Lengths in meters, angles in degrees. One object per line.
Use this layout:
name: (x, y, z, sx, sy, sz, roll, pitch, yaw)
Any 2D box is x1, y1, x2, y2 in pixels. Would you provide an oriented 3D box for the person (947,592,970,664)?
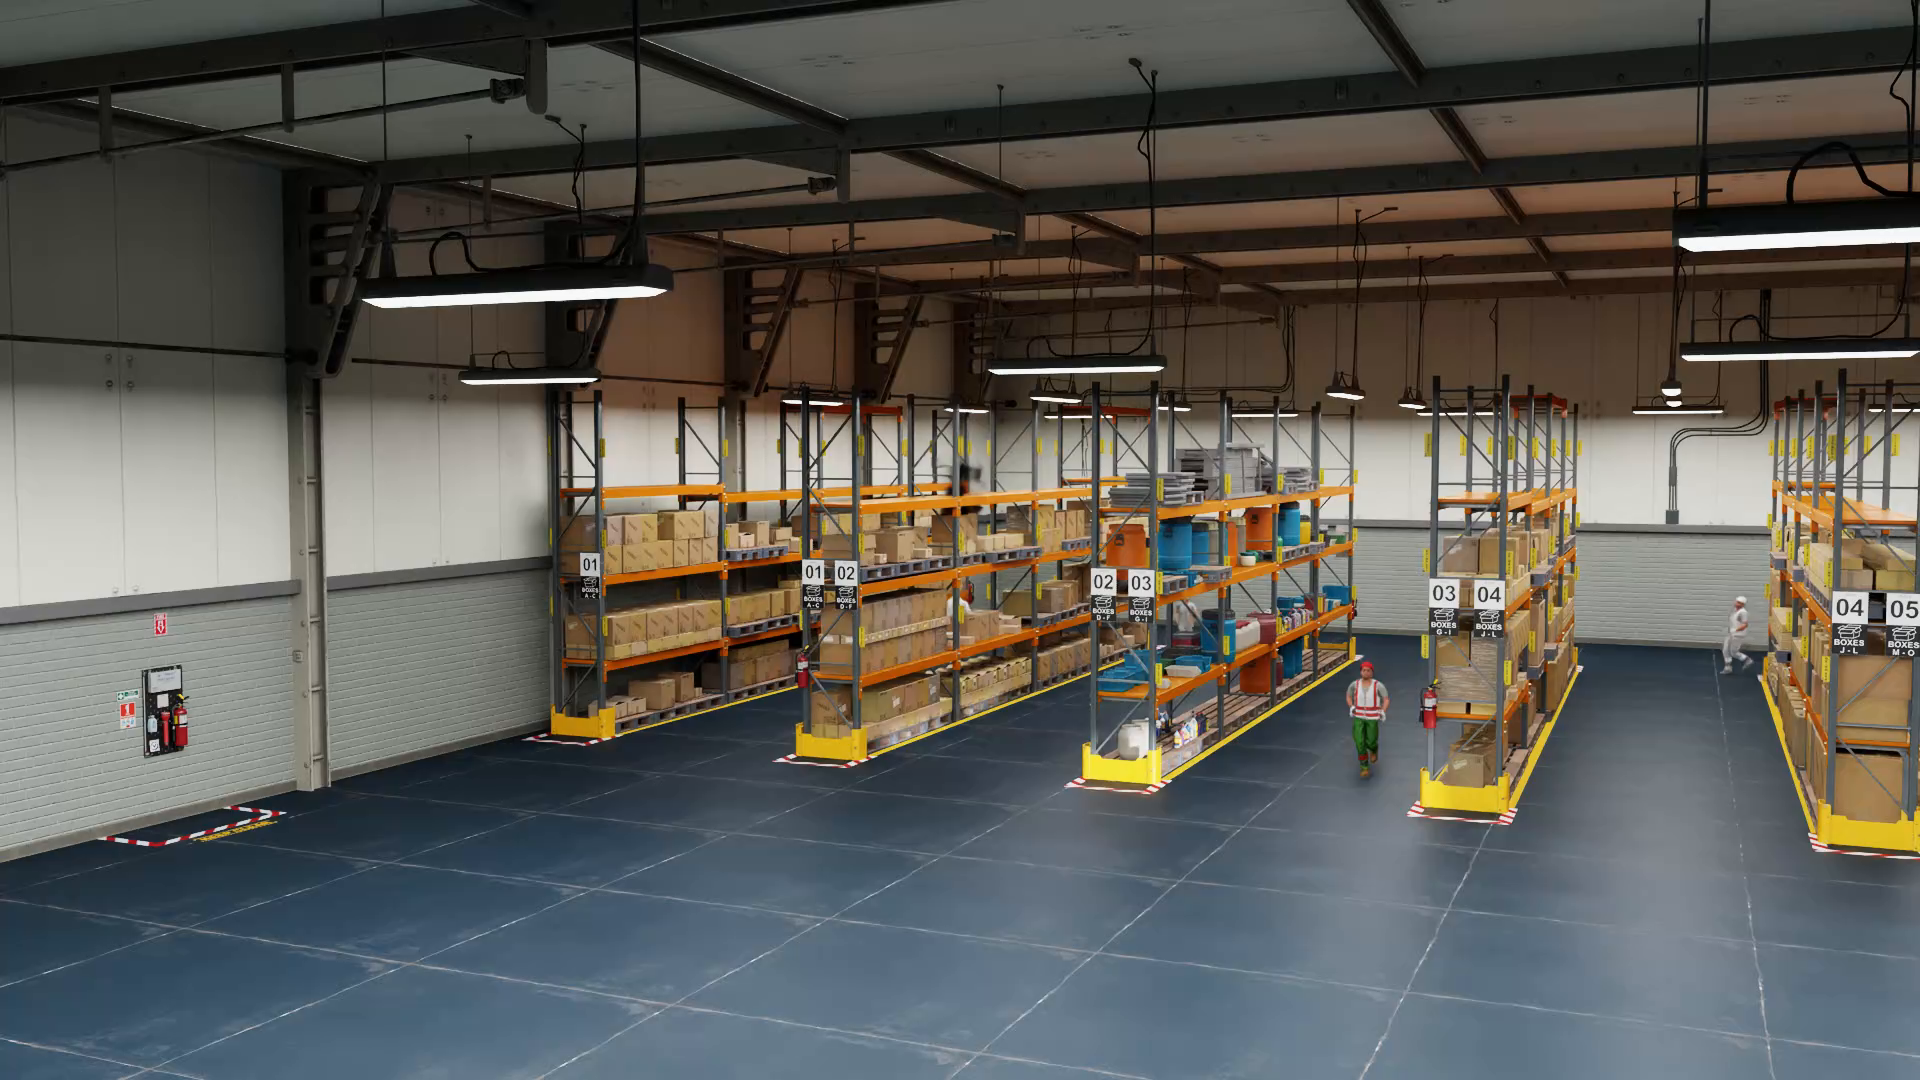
person: (-0.111, 1.999, 38.644, 0.716, 1.736, 0.835, 1, 3, 18)

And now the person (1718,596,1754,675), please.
person: (17.183, 2.110, 36.661, 0.751, 1.761, 0.703, 0, 3, 1)

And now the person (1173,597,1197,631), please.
person: (5.312, 2.028, 39.204, 0.570, 1.655, 0.711, 1, 3, 16)

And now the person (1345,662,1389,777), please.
person: (6.232, 2.730, 25.506, 0.656, 1.743, 0.610, 1, 3, 23)
